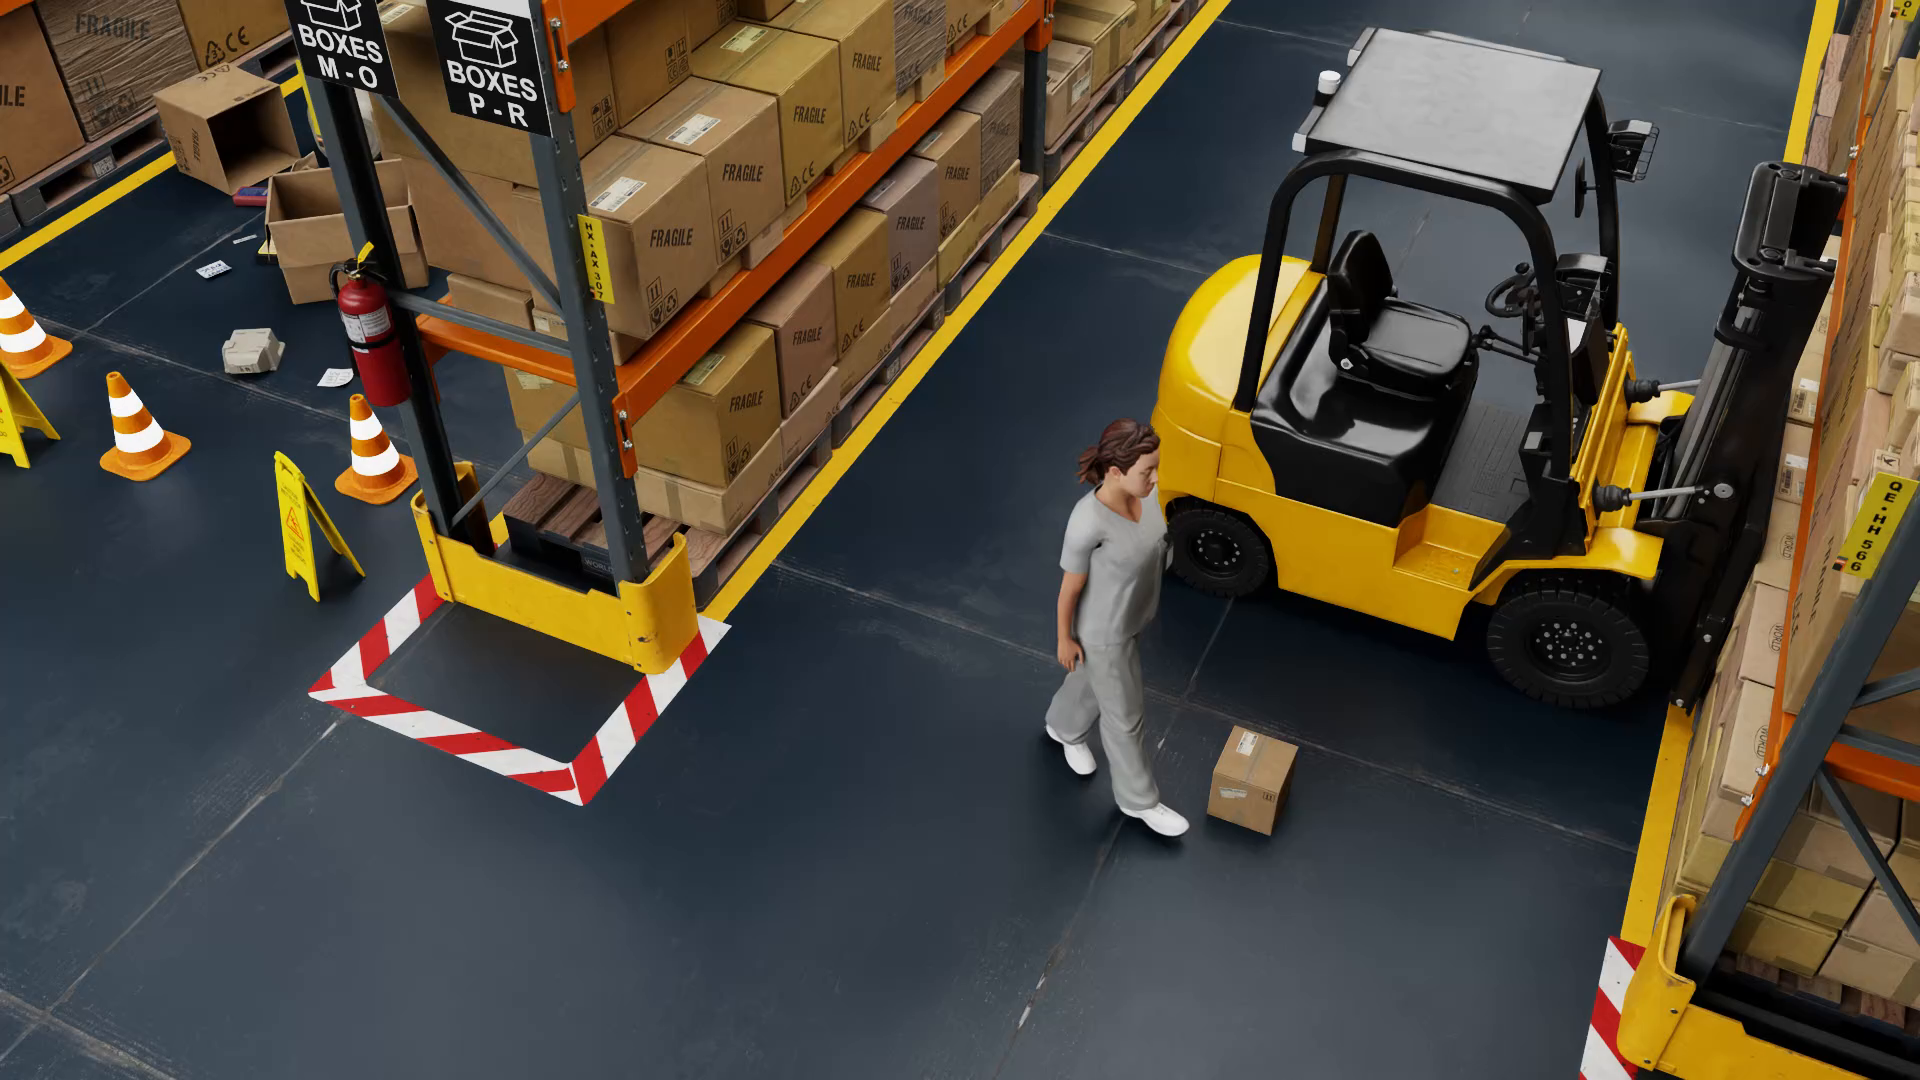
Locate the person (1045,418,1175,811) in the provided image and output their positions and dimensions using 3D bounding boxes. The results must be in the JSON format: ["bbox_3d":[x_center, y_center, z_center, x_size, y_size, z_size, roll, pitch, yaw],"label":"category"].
[{"bbox_3d":[0.554,0.257,5.832,0.607,1.592,0.465,30,50,29],"label":"person"}]
